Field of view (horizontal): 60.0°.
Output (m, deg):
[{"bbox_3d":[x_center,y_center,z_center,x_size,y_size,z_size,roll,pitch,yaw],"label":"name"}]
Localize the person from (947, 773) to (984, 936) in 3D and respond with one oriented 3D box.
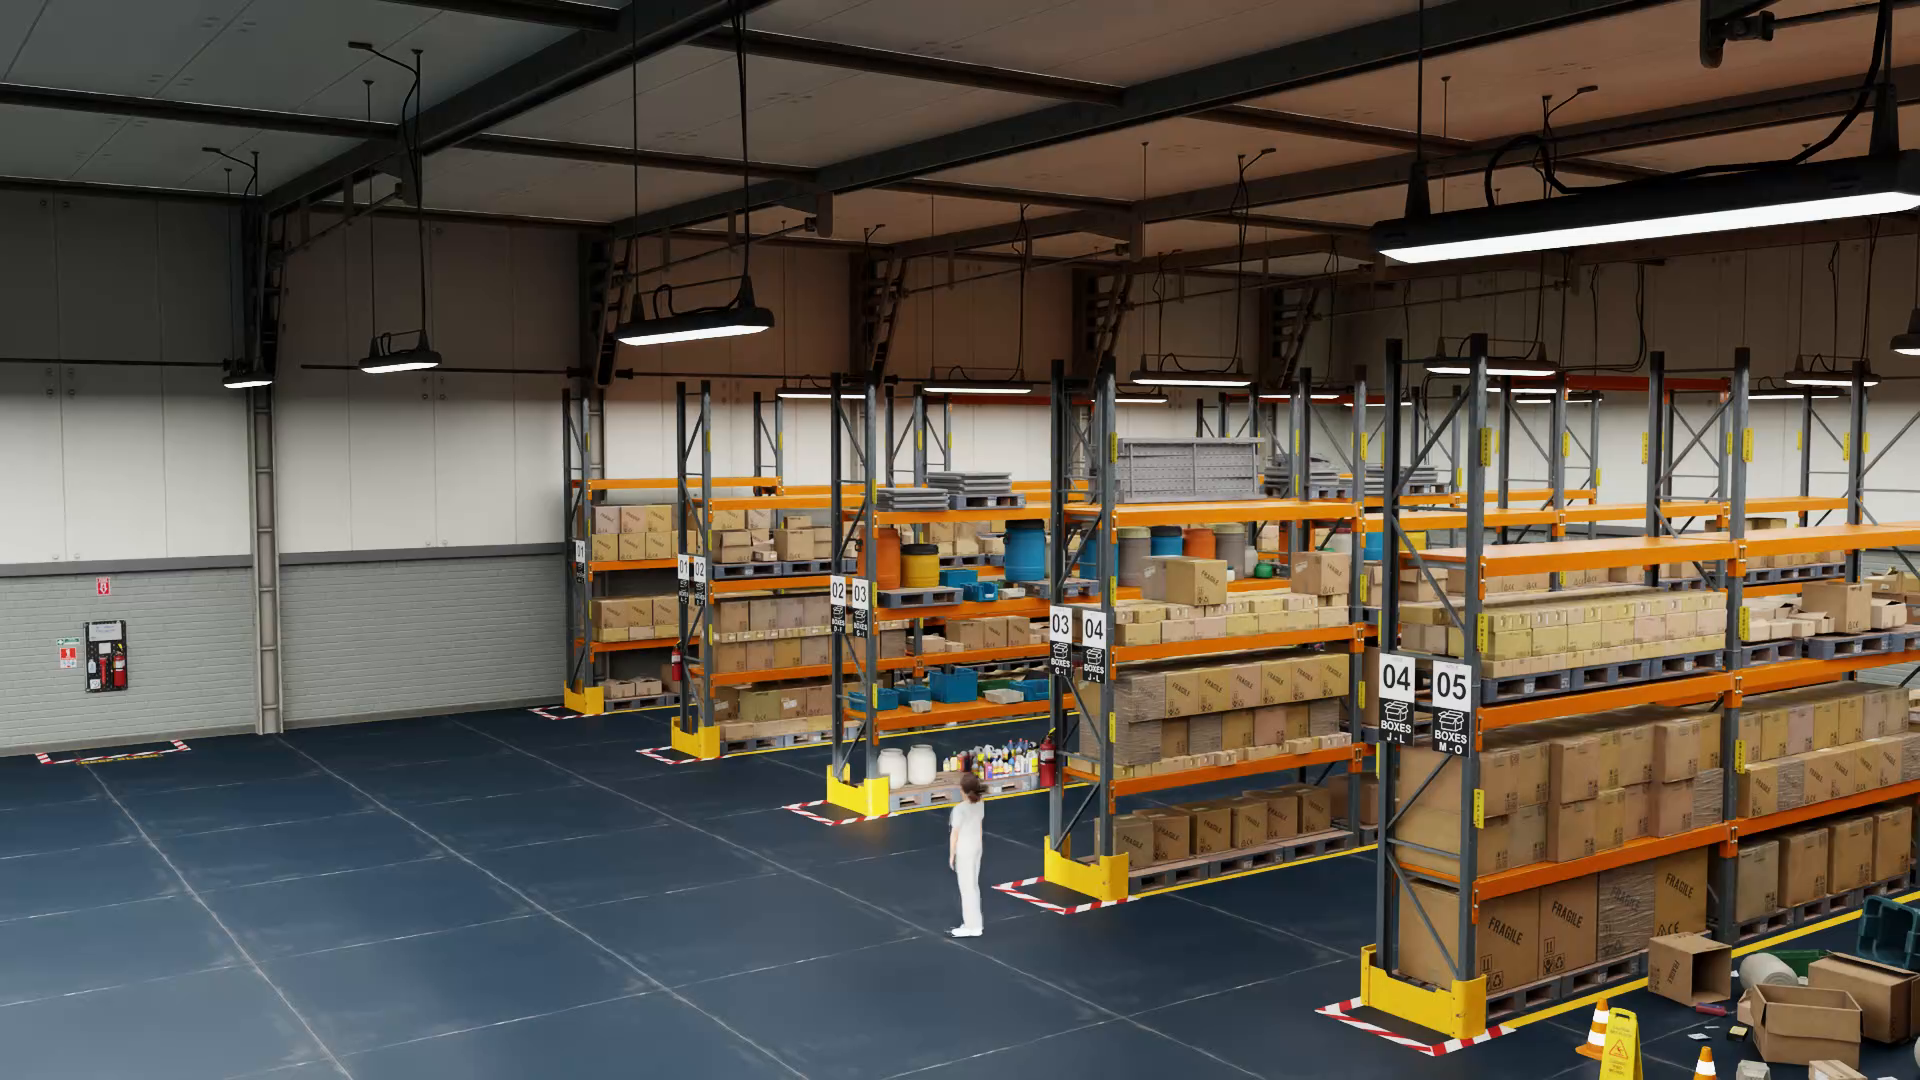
[{"bbox_3d":[0.075,3.240,17.132,0.376,1.698,0.520,2,4,24],"label":"person"}]
